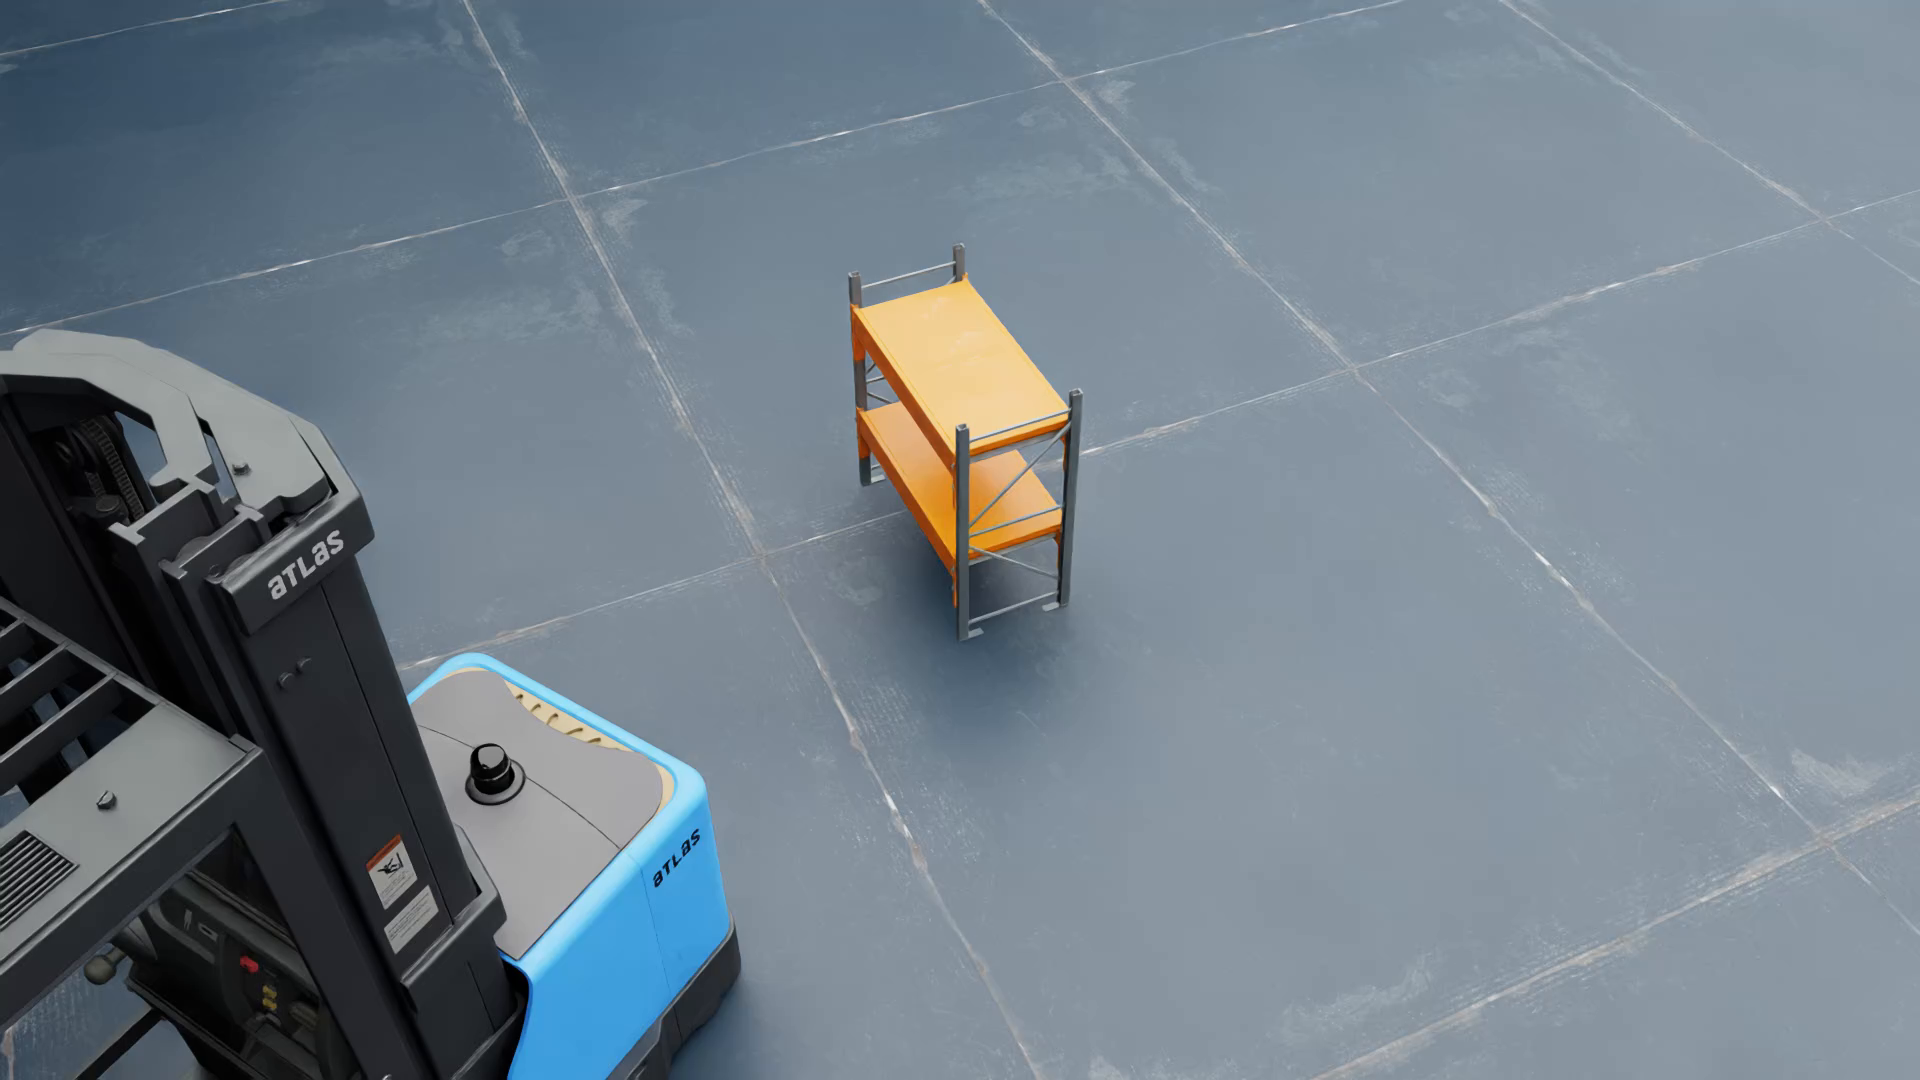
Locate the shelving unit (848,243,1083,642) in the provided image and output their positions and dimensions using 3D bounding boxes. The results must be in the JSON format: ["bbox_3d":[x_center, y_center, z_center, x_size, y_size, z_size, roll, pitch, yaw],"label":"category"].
[{"bbox_3d":[0.003,-0.396,6.719,0.538,1.125,1.048,-18,47,-17],"label":"shelving unit"}]

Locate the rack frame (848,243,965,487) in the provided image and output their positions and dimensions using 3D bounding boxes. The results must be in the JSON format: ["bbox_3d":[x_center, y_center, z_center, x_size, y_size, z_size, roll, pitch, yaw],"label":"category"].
[{"bbox_3d":[-0.211,-0.720,7.048,0.500,1.125,0.032,-18,47,-17],"label":"rack frame"}]

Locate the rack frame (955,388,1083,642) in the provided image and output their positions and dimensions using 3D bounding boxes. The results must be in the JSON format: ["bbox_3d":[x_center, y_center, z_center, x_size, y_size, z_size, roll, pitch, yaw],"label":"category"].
[{"bbox_3d":[0.217,-0.072,6.391,0.500,1.125,0.032,-18,47,-17],"label":"rack frame"}]

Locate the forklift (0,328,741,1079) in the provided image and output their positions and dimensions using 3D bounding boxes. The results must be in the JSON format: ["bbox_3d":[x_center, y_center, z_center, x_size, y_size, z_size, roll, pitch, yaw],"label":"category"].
[{"bbox_3d":[-1.949,1.108,3.909,1.130,2.935,3.031,24,49,22],"label":"forklift"}]

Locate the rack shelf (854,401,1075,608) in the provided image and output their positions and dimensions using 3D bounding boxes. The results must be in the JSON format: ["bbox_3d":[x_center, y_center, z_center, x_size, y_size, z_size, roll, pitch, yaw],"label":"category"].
[{"bbox_3d":[0.003,-0.222,6.891,0.538,0.278,1.000,-18,47,-17],"label":"rack shelf"}]

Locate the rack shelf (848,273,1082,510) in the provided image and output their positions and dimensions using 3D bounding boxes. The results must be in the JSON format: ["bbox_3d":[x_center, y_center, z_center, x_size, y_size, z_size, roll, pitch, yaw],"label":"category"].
[{"bbox_3d":[0.003,-0.604,6.514,0.538,0.278,1.000,-18,47,-17],"label":"rack shelf"}]
